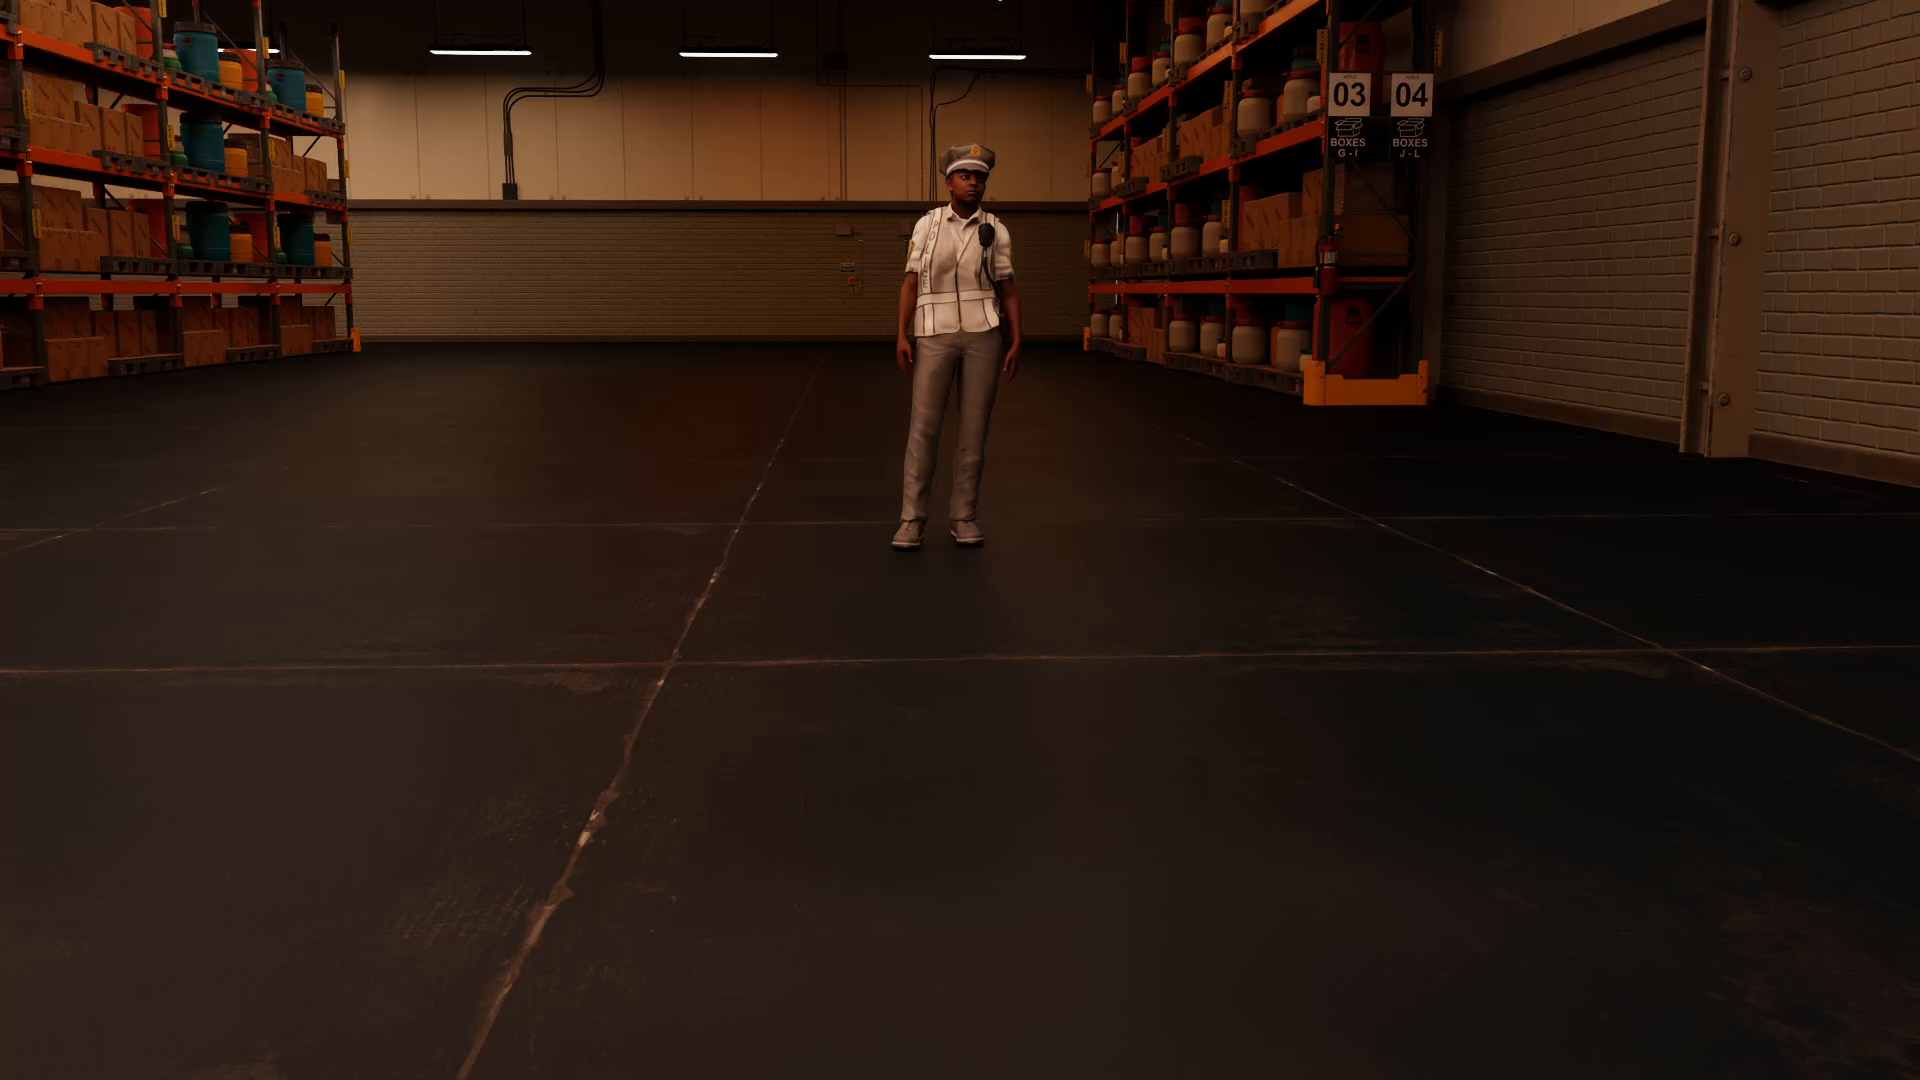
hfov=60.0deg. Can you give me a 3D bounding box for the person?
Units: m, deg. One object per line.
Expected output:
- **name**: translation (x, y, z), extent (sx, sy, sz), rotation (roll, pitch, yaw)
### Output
- **person**: translation (-0.015, -0.834, 7.109), extent (0.569, 1.695, 0.528), rotation (-1, 8, -4)
